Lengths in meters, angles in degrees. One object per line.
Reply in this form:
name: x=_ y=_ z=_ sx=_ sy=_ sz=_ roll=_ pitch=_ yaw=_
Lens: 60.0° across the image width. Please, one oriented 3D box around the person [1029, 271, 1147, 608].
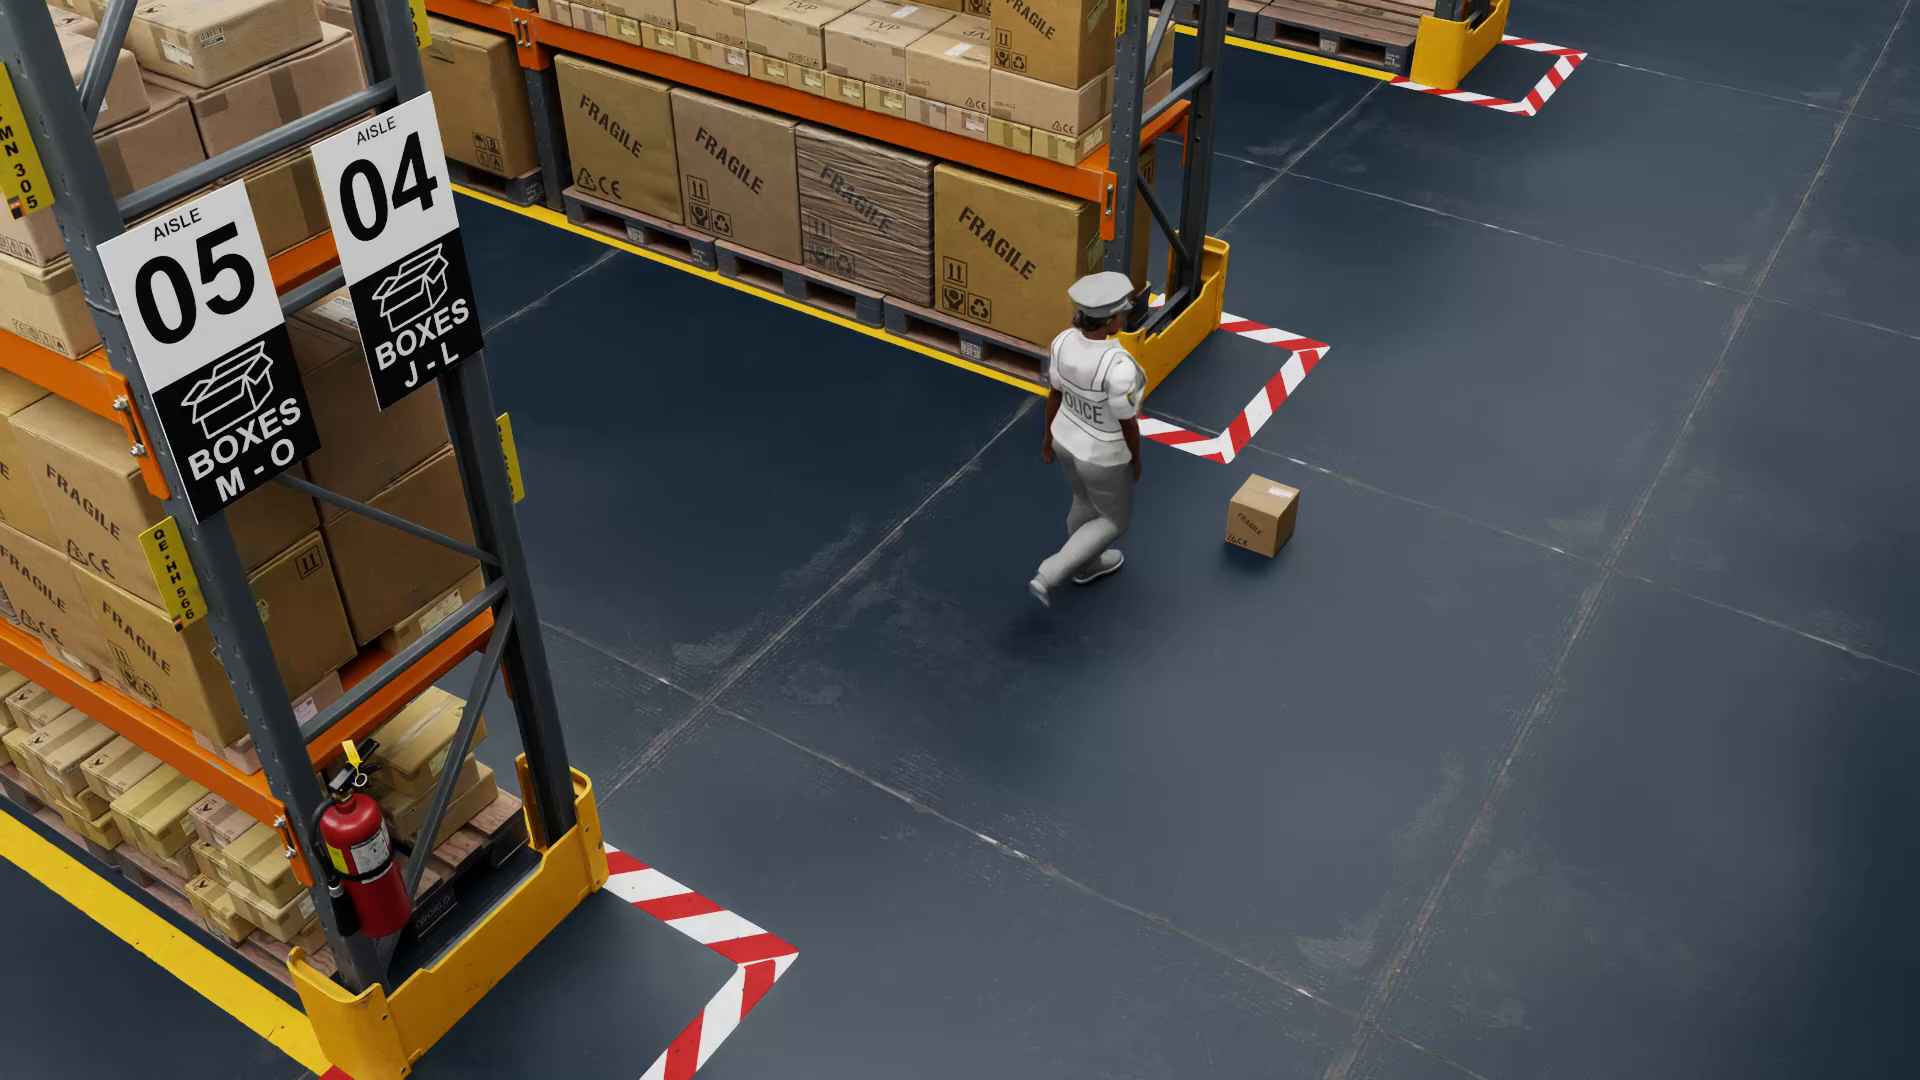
person: x=0.539 y=-0.387 z=7.149 sx=0.673 sy=1.638 sz=0.486 roll=-24 pitch=45 yaw=-27
